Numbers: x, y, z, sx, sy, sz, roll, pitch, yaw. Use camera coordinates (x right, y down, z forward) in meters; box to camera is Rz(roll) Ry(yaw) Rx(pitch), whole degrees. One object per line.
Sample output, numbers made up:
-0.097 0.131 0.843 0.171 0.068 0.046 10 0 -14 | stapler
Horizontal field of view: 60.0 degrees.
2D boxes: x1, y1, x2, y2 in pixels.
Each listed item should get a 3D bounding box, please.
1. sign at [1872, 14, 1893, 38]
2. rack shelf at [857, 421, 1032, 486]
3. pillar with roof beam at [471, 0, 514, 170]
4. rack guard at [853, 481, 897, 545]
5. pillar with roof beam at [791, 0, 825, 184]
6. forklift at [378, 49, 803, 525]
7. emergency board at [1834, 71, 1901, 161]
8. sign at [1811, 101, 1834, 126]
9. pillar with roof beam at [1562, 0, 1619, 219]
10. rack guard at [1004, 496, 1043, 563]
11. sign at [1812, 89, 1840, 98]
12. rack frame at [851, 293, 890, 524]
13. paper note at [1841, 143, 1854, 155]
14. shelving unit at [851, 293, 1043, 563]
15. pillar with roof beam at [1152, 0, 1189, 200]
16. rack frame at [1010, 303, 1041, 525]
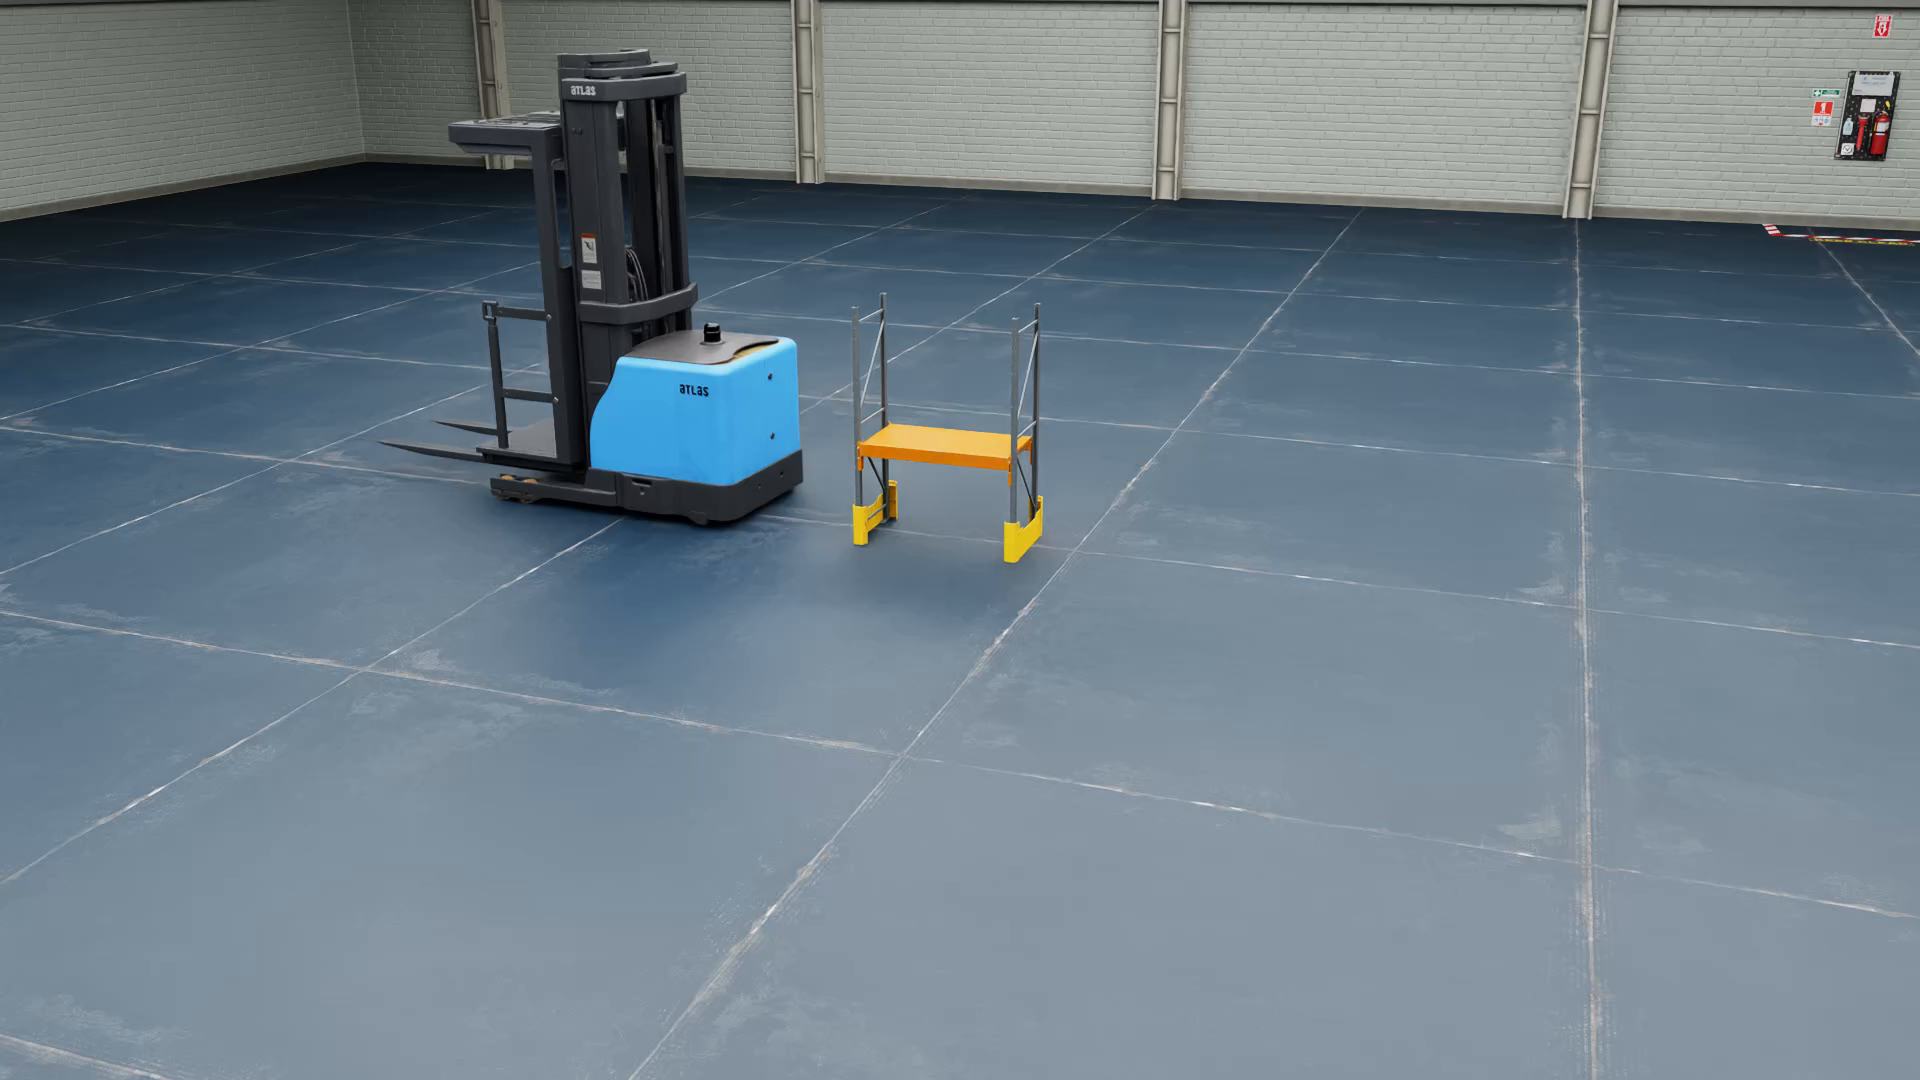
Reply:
12.234 -6.815 22.047 0.199 0.298 0.001 7 20 18 | sign
-0.081 -0.548 10.415 1.000 0.185 0.538 7 20 18 | rack shelf
-9.553 -9.496 24.147 0.400 9.000 9.100 7 20 18 | pillar with roof beam
-0.542 -0.180 10.713 0.087 0.250 0.587 7 20 18 | rack guard
-3.885 -8.848 22.288 0.400 9.000 9.100 7 20 18 | pillar with roof beam
-2.651 -1.782 11.235 3.031 2.935 1.130 8 21 22 | forklift
12.209 -5.688 22.337 0.643 1.169 0.194 7 20 18 | emergency board
11.720 -5.797 22.594 0.234 0.329 0.001 7 20 18 | sign
7.450 -7.552 18.569 0.400 9.000 9.100 7 20 18 | pillar with roof beam
0.398 -0.072 10.404 0.087 0.250 0.587 7 20 18 | rack guard
11.722 -6.044 22.498 0.331 0.109 0.001 7 20 18 | sign
-0.561 -0.772 10.513 0.032 1.500 0.500 7 20 18 | rack frame
12.064 -5.313 22.598 0.142 0.148 0.016 7 20 18 | paper note
-0.072 -0.716 10.353 1.083 1.500 0.587 7 20 18 | shelving unit
1.782 -8.200 20.428 0.400 9.000 9.100 7 20 18 | pillar with roof beam
0.400 -0.663 10.198 0.032 1.500 0.500 7 20 18 | rack frame
